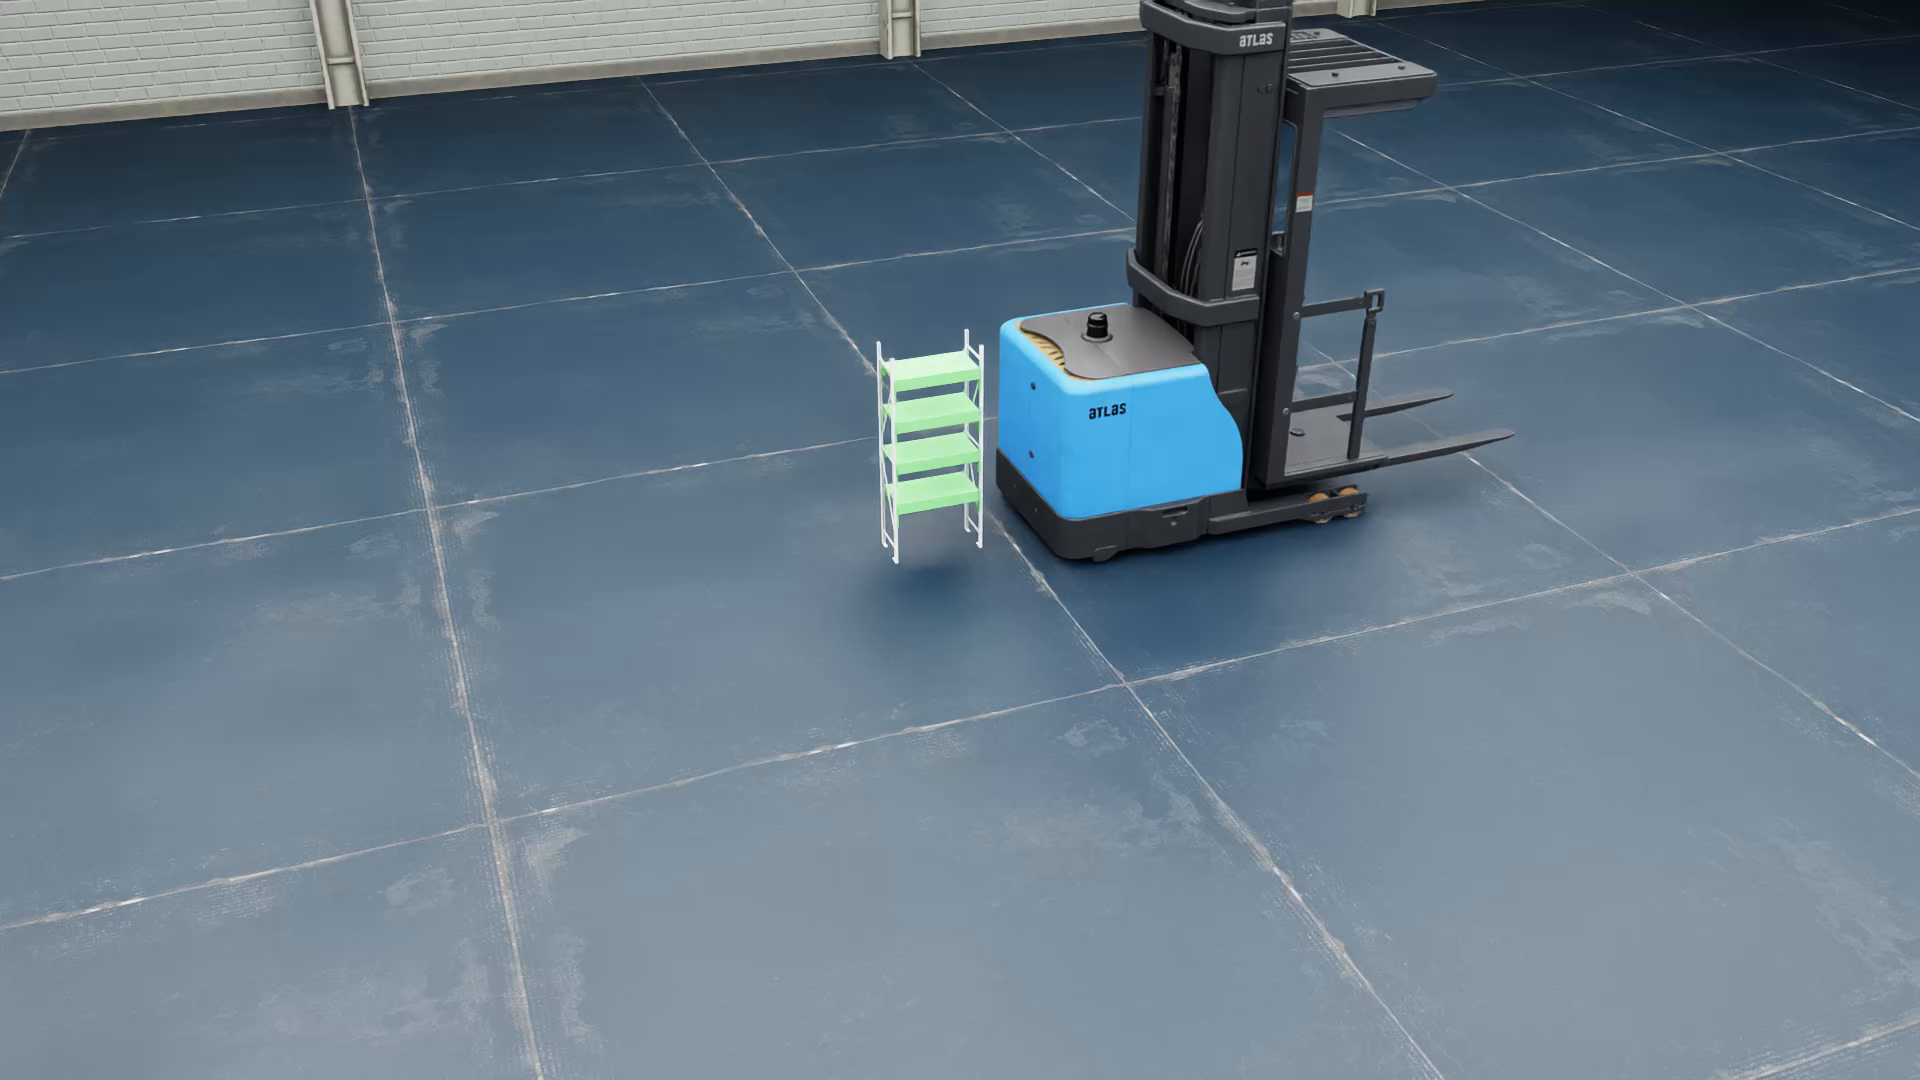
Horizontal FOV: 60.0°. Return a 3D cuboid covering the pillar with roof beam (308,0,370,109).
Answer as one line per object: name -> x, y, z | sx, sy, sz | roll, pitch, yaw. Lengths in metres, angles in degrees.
pillar with roof beam -> -4.805, -6.413, 11.416 | 0.400, 9.000, 9.100 | -10, 31, -18

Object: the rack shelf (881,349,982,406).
rack shelf -> -0.155, -0.854, 8.697 | 0.480, 0.148, 0.258 | -10, 31, -18

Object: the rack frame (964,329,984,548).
rack frame -> 0.074, -0.535, 8.977 | 0.015, 1.200, 0.240 | -10, 31, -18

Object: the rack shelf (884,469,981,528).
rack shelf -> -0.155, -0.229, 9.053 | 0.480, 0.148, 0.258 | -10, 31, -18

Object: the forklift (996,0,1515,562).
forklift -> 1.778, -1.601, 9.099 | 3.031, 2.935, 1.130 | -11, 31, -18

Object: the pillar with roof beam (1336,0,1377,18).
pillar with roof beam -> 6.442, -8.485, 15.052 | 0.400, 9.000, 9.100 | -10, 31, -18

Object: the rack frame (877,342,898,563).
rack frame -> -0.384, -0.451, 8.829 | 0.015, 1.200, 0.240 | -10, 31, -18

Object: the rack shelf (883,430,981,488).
rack shelf -> -0.155, -0.437, 8.934 | 0.480, 0.148, 0.258 | -10, 31, -18

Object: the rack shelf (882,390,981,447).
rack shelf -> -0.155, -0.646, 8.816 | 0.480, 0.148, 0.258 | -10, 31, -18

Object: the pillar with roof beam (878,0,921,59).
pillar with roof beam -> 0.819, -7.449, 13.234 | 0.400, 9.000, 9.100 | -10, 31, -18

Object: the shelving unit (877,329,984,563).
shelving unit -> -0.155, -0.493, 8.903 | 0.503, 1.200, 0.258 | -10, 31, -18
